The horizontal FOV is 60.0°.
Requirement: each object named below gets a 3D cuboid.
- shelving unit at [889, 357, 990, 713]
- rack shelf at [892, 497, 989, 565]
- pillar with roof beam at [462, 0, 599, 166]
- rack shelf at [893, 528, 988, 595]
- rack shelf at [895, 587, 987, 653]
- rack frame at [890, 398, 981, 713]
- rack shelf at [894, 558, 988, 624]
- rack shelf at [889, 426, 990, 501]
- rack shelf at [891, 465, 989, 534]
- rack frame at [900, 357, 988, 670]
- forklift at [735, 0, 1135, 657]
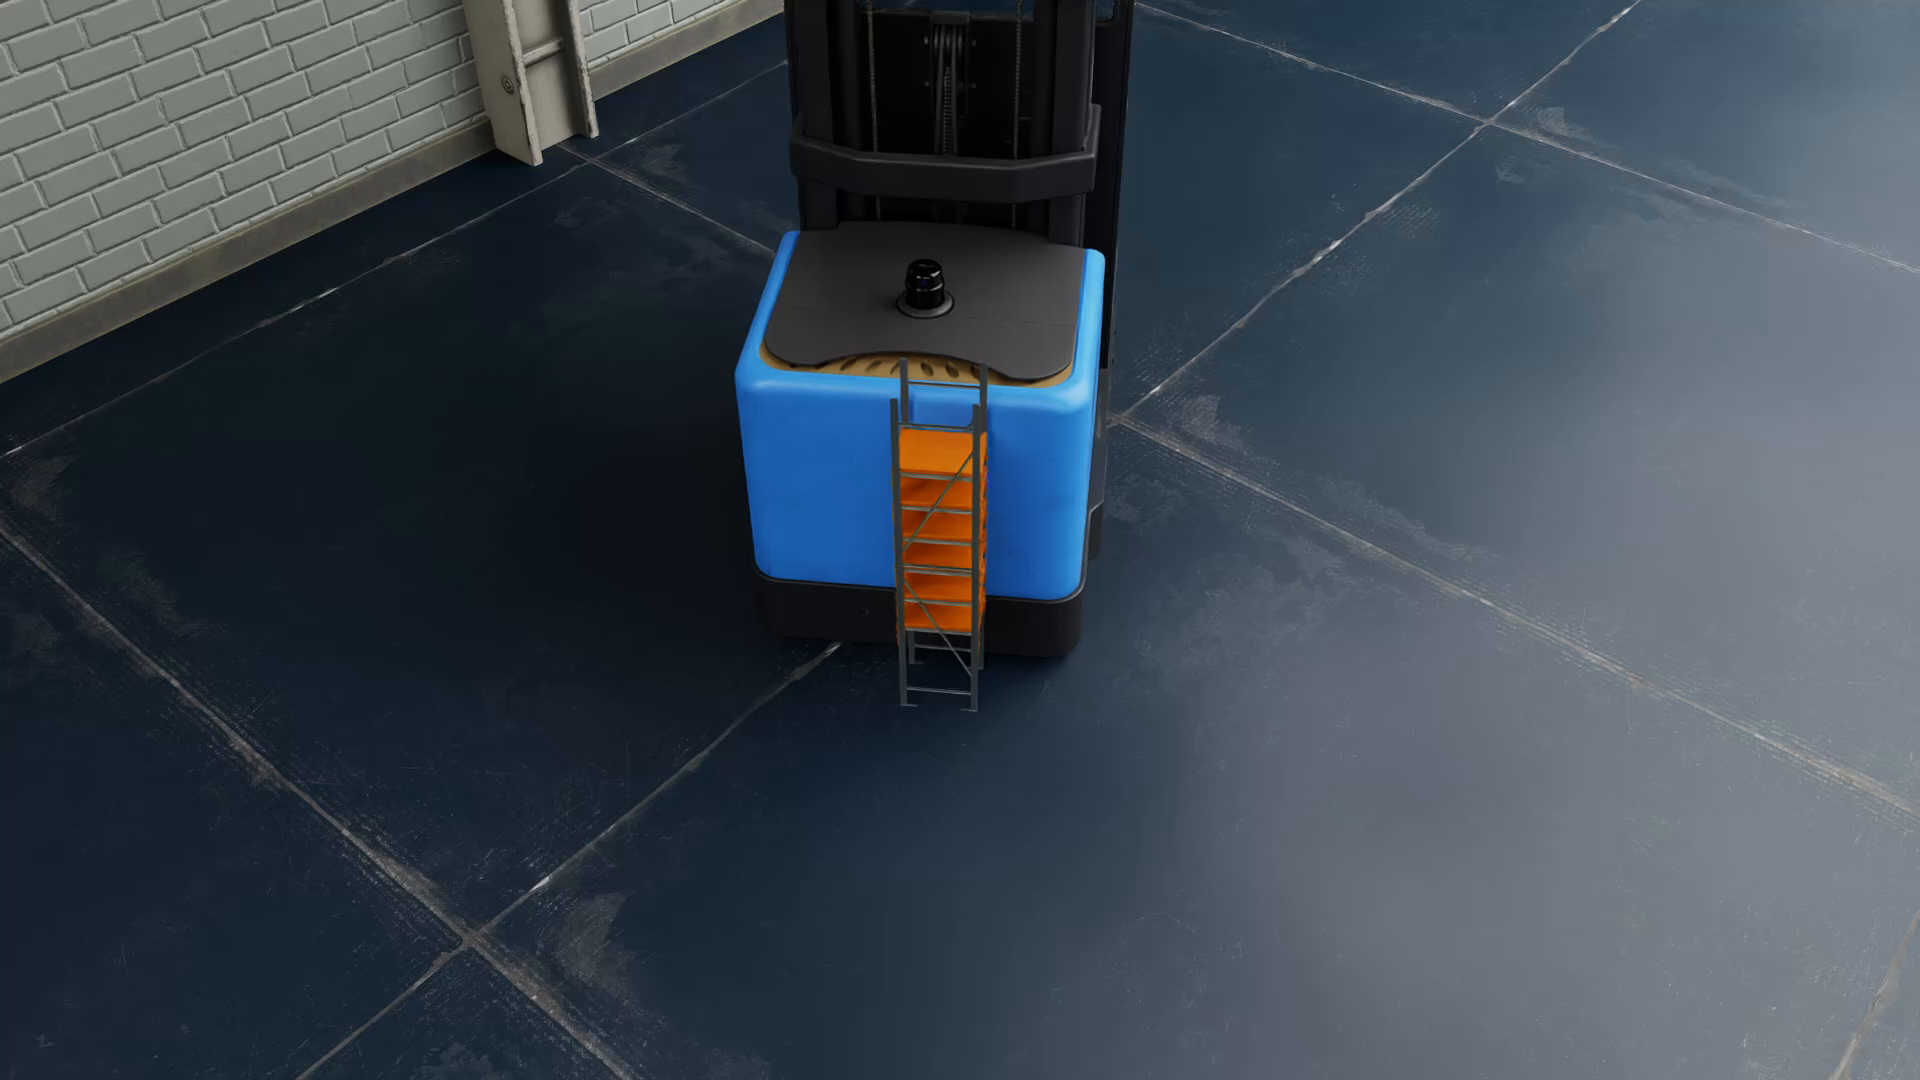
[{"bbox_3d":[-0.055,0.020,4.836,0.258,1.200,0.189,4,42,5],"label":"shelving unit"},{"bbox_3d":[-0.055,-0.036,4.785,0.258,0.103,0.180,4,42,5],"label":"rack shelf"},{"bbox_3d":[1.349,-3.349,2.744,9.100,9.000,0.400,29,50,28],"label":"pillar with roof beam"},{"bbox_3d":[-0.055,0.053,4.866,0.258,0.103,0.180,4,42,5],"label":"rack shelf"},{"bbox_3d":[-0.055,0.230,5.027,0.258,0.103,0.180,4,42,5],"label":"rack shelf"},{"bbox_3d":[-0.065,0.081,4.769,0.240,1.200,0.006,4,42,5],"label":"rack frame"},{"bbox_3d":[-0.055,0.142,4.947,0.258,0.103,0.180,4,42,5],"label":"rack shelf"},{"bbox_3d":[-0.055,-0.213,4.624,0.258,0.103,0.180,4,42,5],"label":"rack shelf"},{"bbox_3d":[-0.055,-0.125,4.705,0.258,0.103,0.180,4,42,5],"label":"rack shelf"},{"bbox_3d":[-0.044,-0.041,4.903,0.240,1.200,0.006,4,42,5],"label":"rack frame"},{"bbox_3d":[0.025,-1.706,5.448,1.130,2.935,3.031,4,42,5],"label":"forklift"}]
